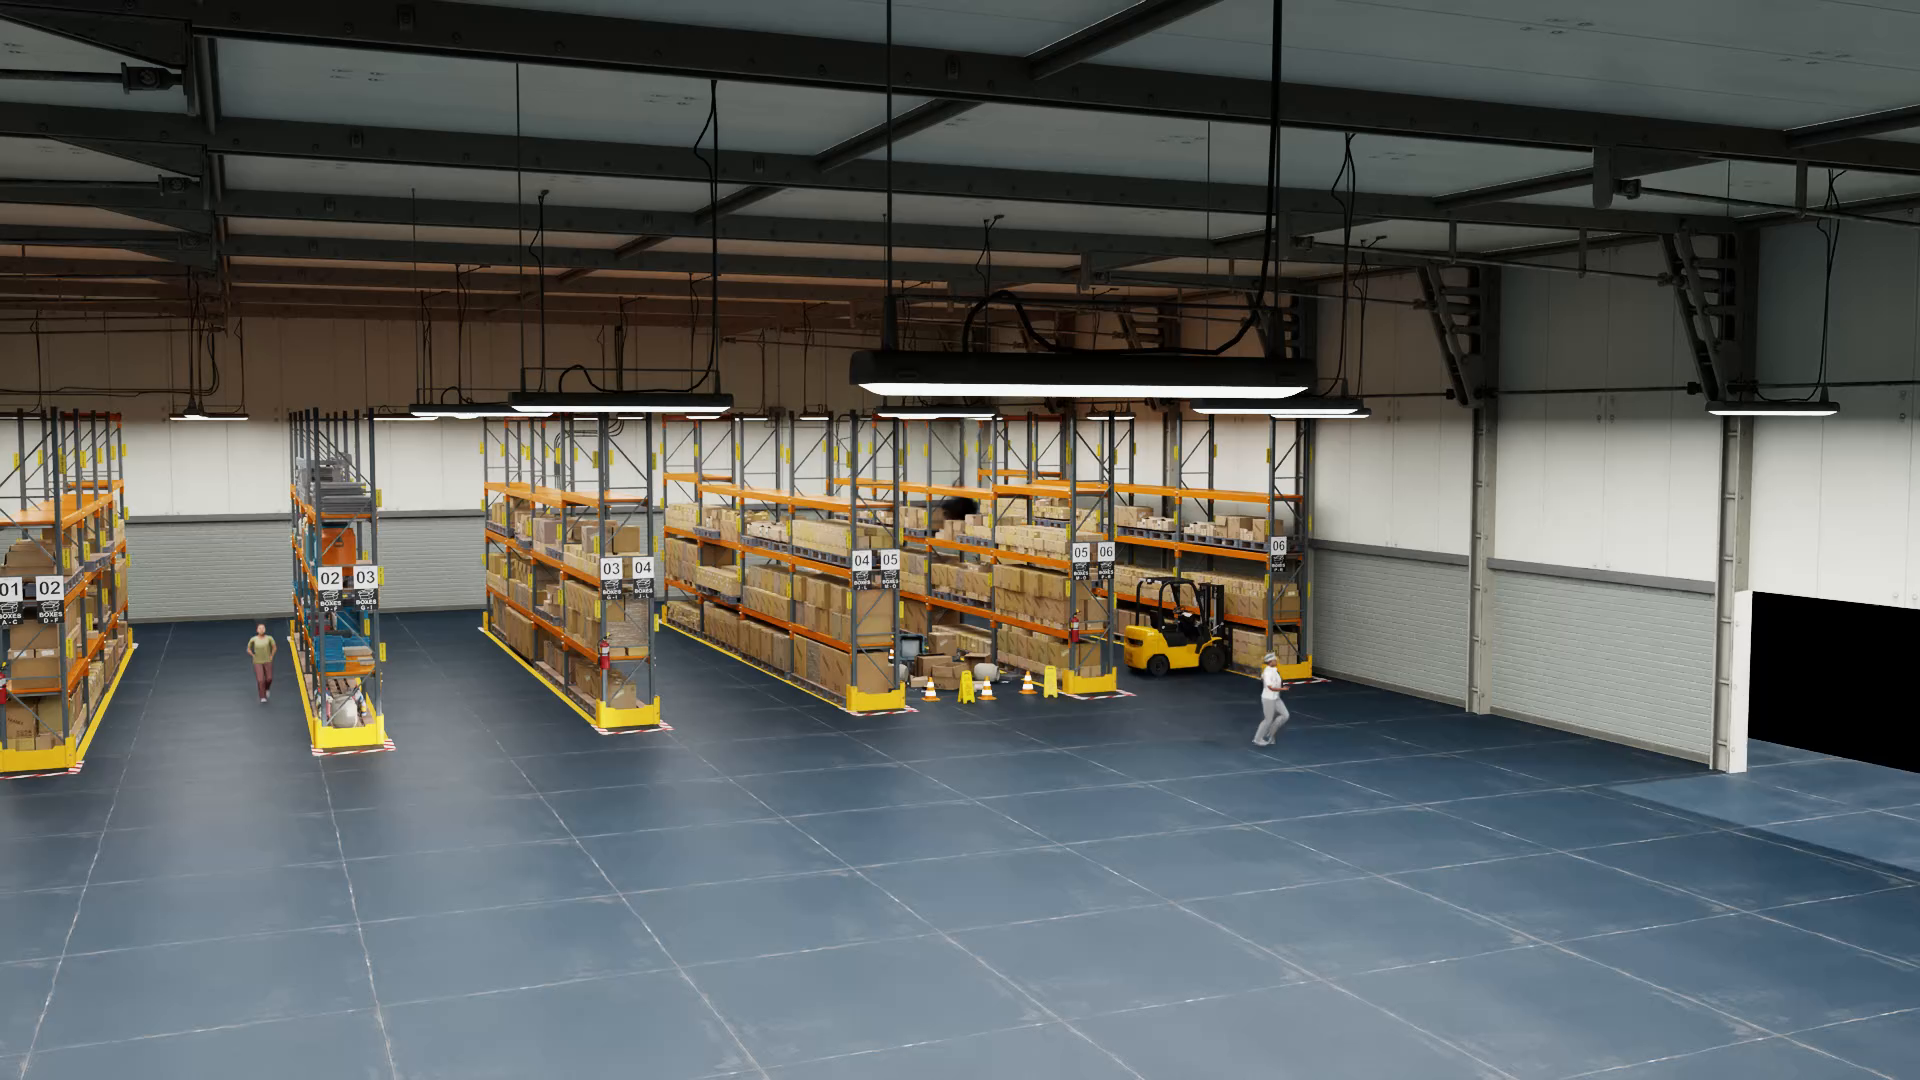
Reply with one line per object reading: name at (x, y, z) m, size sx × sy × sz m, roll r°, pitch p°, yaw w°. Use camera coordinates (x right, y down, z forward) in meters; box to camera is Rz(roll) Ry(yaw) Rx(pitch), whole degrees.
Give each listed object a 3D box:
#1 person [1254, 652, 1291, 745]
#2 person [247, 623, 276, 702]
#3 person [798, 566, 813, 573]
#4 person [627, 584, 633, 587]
person at (5.543, 2.813, 29.457) m, size 0.651 × 1.680 × 0.544 m, roll 2°, pitch 4°, yaw 25°
person at (-14.338, 2.516, 34.167) m, size 0.574 × 1.621 × 0.563 m, roll -2°, pitch 5°, yaw -27°
person at (-4.781, 1.359, 50.814) m, size 0.710 × 1.723 × 0.630 m, roll -1°, pitch 4°, yaw -16°
person at (-9.502, 1.657, 46.933) m, size 0.646 × 1.592 × 0.615 m, roll 1°, pitch 4°, yaw 10°
